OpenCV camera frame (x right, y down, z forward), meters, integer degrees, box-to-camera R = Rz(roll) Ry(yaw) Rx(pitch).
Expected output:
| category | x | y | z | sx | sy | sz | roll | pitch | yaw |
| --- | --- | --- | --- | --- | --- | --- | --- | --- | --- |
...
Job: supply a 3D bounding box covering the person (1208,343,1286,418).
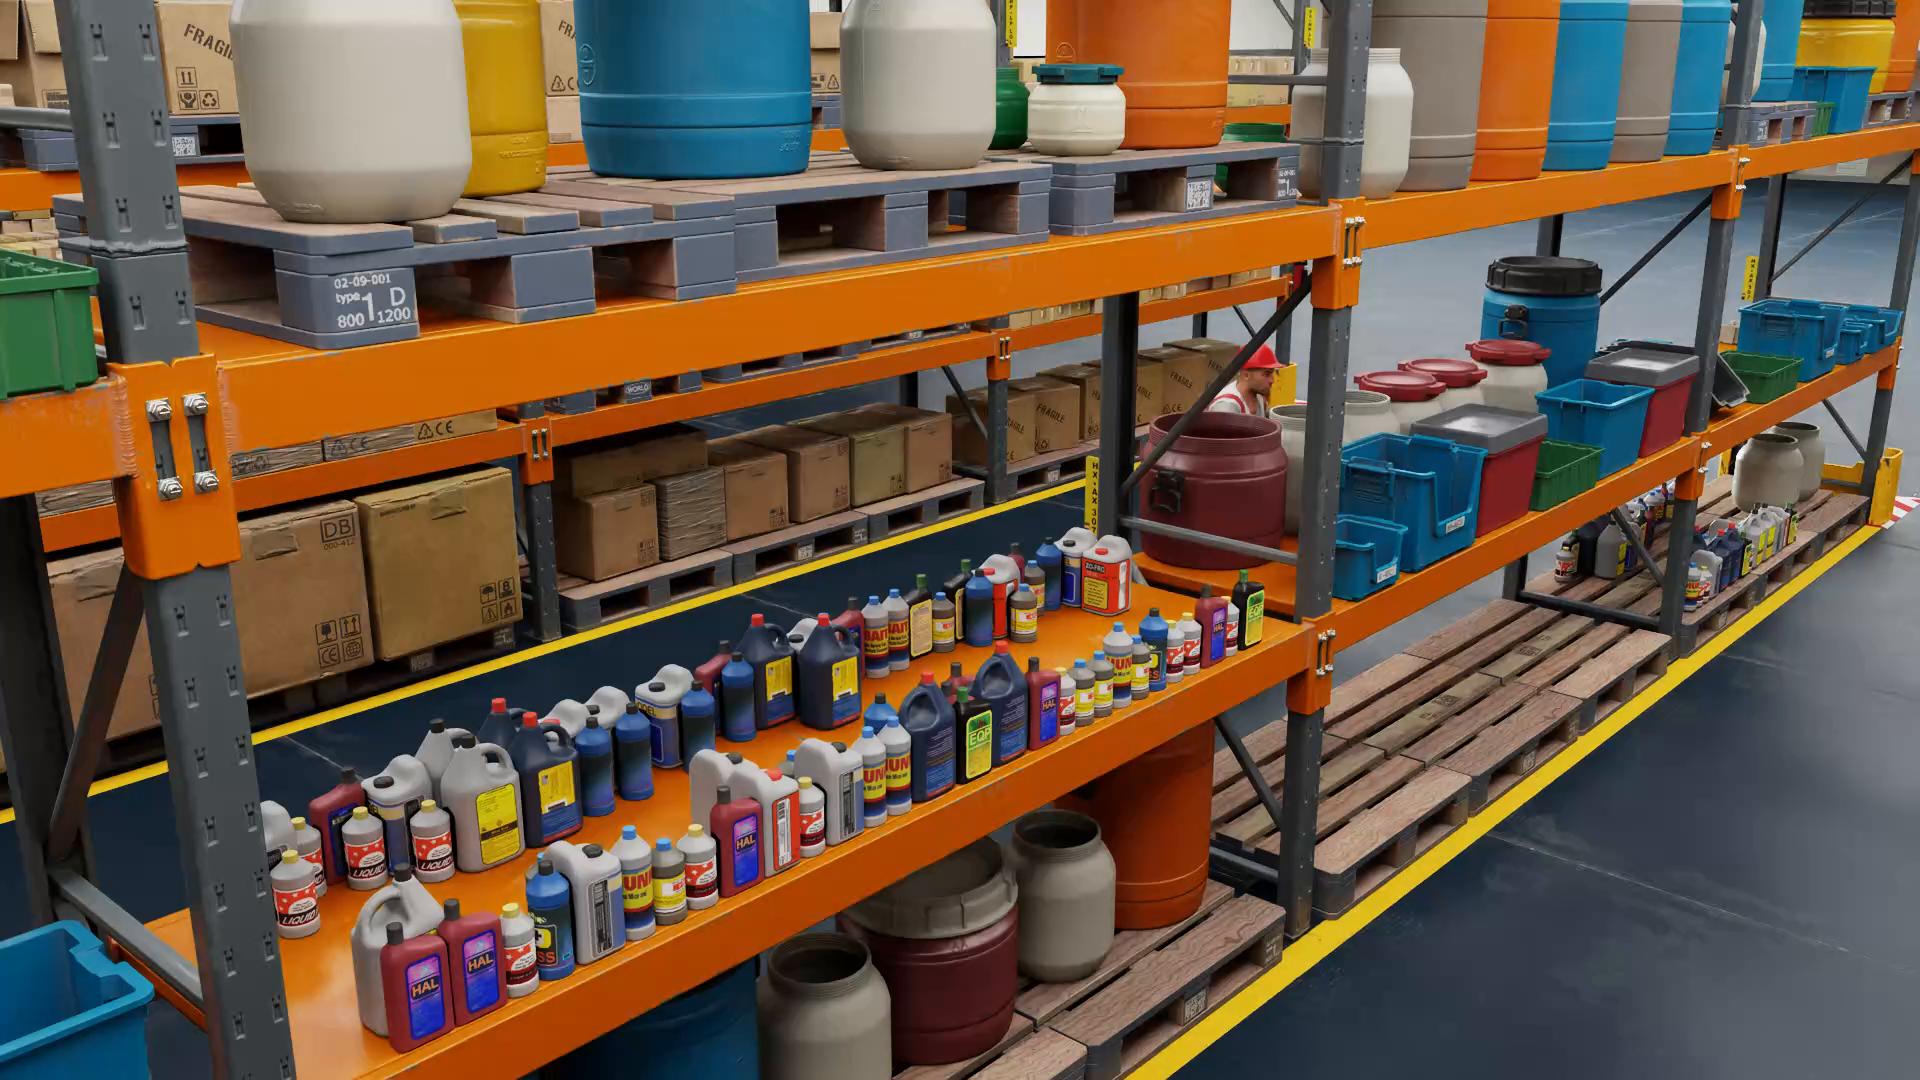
| category | x | y | z | sx | sy | sz | roll | pitch | yaw |
| --- | --- | --- | --- | --- | --- | --- | --- | --- | --- |
| person | 1.549 | -0.221 | 9.247 | 0.446 | 1.780 | 0.623 | 13 | 21 | 37 |
